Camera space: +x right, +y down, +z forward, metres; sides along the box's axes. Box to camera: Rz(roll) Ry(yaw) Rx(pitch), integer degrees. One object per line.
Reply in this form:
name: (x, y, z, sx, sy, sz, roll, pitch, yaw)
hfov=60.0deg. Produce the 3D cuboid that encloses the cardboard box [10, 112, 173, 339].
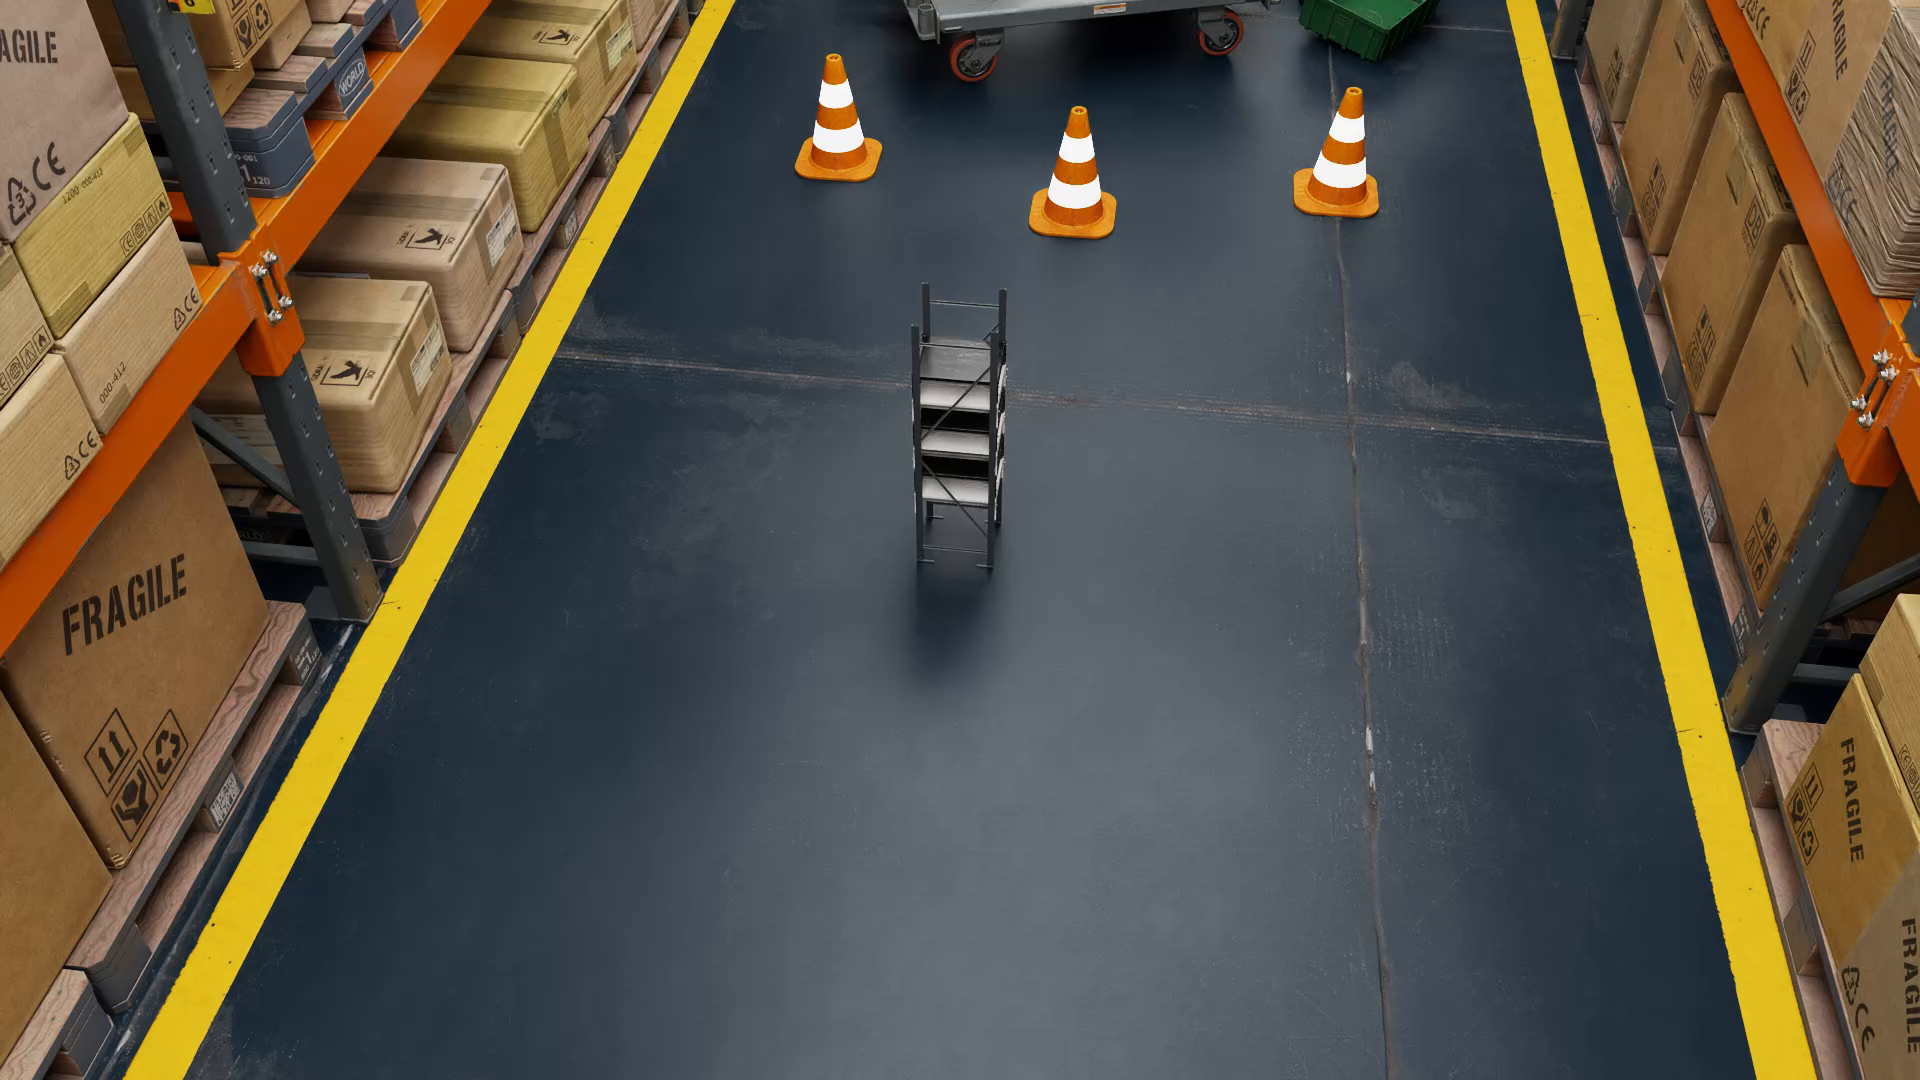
cardboard box: (-2.069, -0.694, 3.546, 0.500, 0.250, 0.500, 5, 44, 5)

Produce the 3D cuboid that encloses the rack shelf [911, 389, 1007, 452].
rack shelf: (-0.001, -0.362, 4.896, 0.258, 0.077, 0.200, 5, 44, 6)

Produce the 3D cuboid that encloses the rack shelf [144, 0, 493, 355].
rack shelf: (-1.992, -2.022, 5.727, 1.077, 0.370, 4.000, 5, 44, 6)

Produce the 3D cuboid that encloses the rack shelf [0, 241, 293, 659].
rack shelf: (-2.521, 0.704, 2.848, 1.077, 0.370, 4.000, 5, 44, 6)

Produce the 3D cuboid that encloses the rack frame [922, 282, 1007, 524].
rack frame: (0.012, -0.391, 5.008, 0.240, 0.900, 0.006, 5, 44, 6)

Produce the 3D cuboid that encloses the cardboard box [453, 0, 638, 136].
cardboard box: (-1.886, -1.996, 6.782, 0.950, 0.372, 0.625, 8, 44, 8)

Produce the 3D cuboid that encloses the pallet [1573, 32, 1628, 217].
pallet: (3.165, -1.720, 6.913, 1.003, 0.211, 1.213, 5, 44, 6)

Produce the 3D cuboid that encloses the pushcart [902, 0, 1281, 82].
pushcart: (0.539, -2.521, 7.638, 1.648, 0.377, 0.936, -9, 44, -9)

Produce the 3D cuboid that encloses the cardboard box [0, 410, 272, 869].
cardboard box: (-2.430, 0.162, 4.137, 0.875, 0.875, 0.875, 5, 44, 5)

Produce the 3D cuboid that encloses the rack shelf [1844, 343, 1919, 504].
rack shelf: (2.399, 1.085, 2.445, 1.077, 0.370, 4.000, 5, 44, 6)

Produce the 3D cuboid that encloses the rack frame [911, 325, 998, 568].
rack frame: (-0.015, -0.252, 4.862, 0.240, 0.900, 0.006, 5, 44, 6)

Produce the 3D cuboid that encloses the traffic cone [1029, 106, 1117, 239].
traffic cone: (0.449, -1.464, 6.459, 0.336, 0.463, 0.334, 5, 44, 6)

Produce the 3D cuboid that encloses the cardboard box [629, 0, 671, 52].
cardboard box: (-1.795, -2.487, 7.300, 0.950, 0.372, 0.625, 6, 44, 6)

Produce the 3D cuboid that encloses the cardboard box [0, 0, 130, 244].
cardboard box: (-2.066, -0.943, 3.264, 0.500, 0.500, 0.500, 4, 44, 4)

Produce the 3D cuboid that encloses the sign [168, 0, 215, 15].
sign: (-1.706, -1.292, 3.591, 0.100, 0.325, 0.005, 5, 44, 6)

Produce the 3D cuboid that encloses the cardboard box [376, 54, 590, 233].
cardboard box: (-1.976, -1.522, 6.282, 0.950, 0.372, 0.625, 7, 44, 7)

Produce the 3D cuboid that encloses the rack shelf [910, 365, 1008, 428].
rack shelf: (-0.001, -0.428, 4.834, 0.258, 0.077, 0.200, 5, 44, 6)

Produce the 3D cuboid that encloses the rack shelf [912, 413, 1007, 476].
rack shelf: (-0.001, -0.297, 4.958, 0.258, 0.077, 0.200, 5, 44, 6)

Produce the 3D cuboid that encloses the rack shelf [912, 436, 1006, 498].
rack shelf: (-0.001, -0.232, 5.020, 0.258, 0.077, 0.200, 5, 44, 6)

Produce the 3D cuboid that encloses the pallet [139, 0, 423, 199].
pallet: (-2.268, -1.346, 4.629, 1.213, 0.211, 1.003, 5, 44, 6)

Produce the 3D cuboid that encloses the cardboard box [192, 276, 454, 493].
cardboard box: (-2.172, -0.502, 5.205, 0.950, 0.372, 0.625, 3, 43, 3)

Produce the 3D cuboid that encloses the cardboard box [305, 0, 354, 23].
cardboard box: (-1.877, -1.558, 4.591, 0.380, 0.149, 0.250, 3, 44, 3)

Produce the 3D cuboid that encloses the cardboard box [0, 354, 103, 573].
cardboard box: (-2.118, -0.148, 3.333, 0.500, 0.250, 0.500, 6, 44, 6)

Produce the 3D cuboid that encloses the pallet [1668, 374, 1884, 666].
pallet: (2.842, -0.057, 5.156, 1.003, 0.211, 1.213, 5, 44, 6)

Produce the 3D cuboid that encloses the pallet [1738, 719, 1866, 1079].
pallet: (2.559, 1.006, 4.034, 1.003, 0.211, 1.213, 5, 44, 6)

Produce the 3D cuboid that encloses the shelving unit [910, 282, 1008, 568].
shelving unit: (-0.001, -0.321, 4.935, 0.258, 0.900, 0.210, 5, 44, 6)

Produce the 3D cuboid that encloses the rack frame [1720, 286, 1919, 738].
rack frame: (2.663, -0.539, 3.637, 1.000, 3.000, 0.127, 5, 44, 6)

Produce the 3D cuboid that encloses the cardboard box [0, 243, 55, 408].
cardboard box: (-2.133, -0.344, 3.177, 0.500, 0.250, 0.500, 4, 44, 4)

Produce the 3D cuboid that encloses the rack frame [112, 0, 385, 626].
rack frame: (-2.256, -0.920, 4.040, 1.000, 3.000, 0.127, 5, 44, 6)

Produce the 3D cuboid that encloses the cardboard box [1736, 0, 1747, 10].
cardboard box: (2.654, -1.937, 5.041, 0.500, 0.500, 0.500, 6, 44, 6)

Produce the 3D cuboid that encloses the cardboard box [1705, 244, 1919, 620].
cardboard box: (2.833, -0.281, 4.696, 1.050, 0.750, 0.750, 5, 44, 5)

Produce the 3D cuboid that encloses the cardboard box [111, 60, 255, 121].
cardboard box: (-2.029, -1.186, 4.198, 0.380, 0.149, 0.250, 3, 44, 3)

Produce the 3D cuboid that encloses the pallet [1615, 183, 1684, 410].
pallet: (3.006, -0.886, 6.032, 1.003, 0.211, 1.213, 5, 44, 6)

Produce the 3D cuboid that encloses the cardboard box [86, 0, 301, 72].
cardboard box: (-1.968, -1.502, 4.060, 0.500, 0.500, 0.500, 4, 44, 4)

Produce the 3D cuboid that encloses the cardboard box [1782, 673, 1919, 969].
cardboard box: (2.317, 0.675, 3.868, 0.500, 0.500, 0.500, 4, 44, 4)

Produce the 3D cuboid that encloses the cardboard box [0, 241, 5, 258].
cardboard box: (-2.125, -0.593, 2.894, 0.500, 0.500, 0.500, 6, 44, 6)

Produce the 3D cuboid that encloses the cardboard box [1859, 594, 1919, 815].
cardboard box: (2.332, 0.392, 3.622, 0.500, 0.250, 0.500, 3, 44, 4)

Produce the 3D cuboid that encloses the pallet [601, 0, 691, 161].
pallet: (-1.829, -2.103, 7.317, 1.003, 0.211, 1.213, 5, 44, 6)

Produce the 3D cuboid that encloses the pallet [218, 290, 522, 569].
pallet: (-2.152, -0.440, 5.561, 1.003, 0.211, 1.213, 5, 44, 6)

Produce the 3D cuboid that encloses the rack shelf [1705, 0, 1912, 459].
rack shelf: (2.928, -1.641, 5.324, 1.077, 0.370, 4.000, 5, 44, 6)

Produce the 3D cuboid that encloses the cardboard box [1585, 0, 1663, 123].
cardboard box: (3.199, -2.169, 6.690, 1.050, 0.750, 0.750, 5, 44, 5)

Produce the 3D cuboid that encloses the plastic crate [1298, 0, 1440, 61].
plastic crate: (1.917, -2.502, 7.714, 0.450, 0.188, 0.662, 35, 53, 18)

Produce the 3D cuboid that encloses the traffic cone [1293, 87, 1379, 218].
traffic cone: (1.518, -1.567, 6.568, 0.336, 0.463, 0.334, 5, 44, 6)

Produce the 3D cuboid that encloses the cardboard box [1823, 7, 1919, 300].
cardboard box: (2.457, -0.906, 3.953, 0.500, 0.500, 0.500, 5, 44, 6)

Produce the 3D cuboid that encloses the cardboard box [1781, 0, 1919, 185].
cardboard box: (2.524, -1.246, 4.312, 0.500, 0.500, 0.500, 5, 44, 6)

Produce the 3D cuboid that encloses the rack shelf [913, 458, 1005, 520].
rack shelf: (-0.001, -0.166, 5.081, 0.258, 0.077, 0.200, 5, 44, 6)

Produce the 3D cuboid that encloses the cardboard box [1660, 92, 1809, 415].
cardboard box: (2.945, -0.877, 5.326, 1.050, 0.750, 0.750, 6, 44, 6)

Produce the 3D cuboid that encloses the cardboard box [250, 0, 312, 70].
cardboard box: (-1.959, -1.375, 4.398, 0.380, 0.149, 0.250, 3, 44, 3)

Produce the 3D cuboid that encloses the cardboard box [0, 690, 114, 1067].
cardboard box: (-2.552, 0.770, 3.495, 0.875, 0.875, 0.875, 6, 44, 6)

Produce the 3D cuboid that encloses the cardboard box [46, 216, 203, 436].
cardboard box: (-2.066, -0.497, 3.702, 0.500, 0.250, 0.500, 4, 44, 4)

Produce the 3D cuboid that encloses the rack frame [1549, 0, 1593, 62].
rack frame: (3.192, -3.265, 6.516, 1.000, 3.000, 0.127, 5, 44, 6)

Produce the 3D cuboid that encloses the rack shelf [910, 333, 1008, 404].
rack shelf: (-0.001, -0.493, 4.772, 0.258, 0.077, 0.200, 5, 44, 6)

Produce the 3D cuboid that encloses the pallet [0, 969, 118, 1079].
pallet: (-2.599, 1.452, 3.563, 1.003, 0.211, 1.213, 5, 44, 6)
